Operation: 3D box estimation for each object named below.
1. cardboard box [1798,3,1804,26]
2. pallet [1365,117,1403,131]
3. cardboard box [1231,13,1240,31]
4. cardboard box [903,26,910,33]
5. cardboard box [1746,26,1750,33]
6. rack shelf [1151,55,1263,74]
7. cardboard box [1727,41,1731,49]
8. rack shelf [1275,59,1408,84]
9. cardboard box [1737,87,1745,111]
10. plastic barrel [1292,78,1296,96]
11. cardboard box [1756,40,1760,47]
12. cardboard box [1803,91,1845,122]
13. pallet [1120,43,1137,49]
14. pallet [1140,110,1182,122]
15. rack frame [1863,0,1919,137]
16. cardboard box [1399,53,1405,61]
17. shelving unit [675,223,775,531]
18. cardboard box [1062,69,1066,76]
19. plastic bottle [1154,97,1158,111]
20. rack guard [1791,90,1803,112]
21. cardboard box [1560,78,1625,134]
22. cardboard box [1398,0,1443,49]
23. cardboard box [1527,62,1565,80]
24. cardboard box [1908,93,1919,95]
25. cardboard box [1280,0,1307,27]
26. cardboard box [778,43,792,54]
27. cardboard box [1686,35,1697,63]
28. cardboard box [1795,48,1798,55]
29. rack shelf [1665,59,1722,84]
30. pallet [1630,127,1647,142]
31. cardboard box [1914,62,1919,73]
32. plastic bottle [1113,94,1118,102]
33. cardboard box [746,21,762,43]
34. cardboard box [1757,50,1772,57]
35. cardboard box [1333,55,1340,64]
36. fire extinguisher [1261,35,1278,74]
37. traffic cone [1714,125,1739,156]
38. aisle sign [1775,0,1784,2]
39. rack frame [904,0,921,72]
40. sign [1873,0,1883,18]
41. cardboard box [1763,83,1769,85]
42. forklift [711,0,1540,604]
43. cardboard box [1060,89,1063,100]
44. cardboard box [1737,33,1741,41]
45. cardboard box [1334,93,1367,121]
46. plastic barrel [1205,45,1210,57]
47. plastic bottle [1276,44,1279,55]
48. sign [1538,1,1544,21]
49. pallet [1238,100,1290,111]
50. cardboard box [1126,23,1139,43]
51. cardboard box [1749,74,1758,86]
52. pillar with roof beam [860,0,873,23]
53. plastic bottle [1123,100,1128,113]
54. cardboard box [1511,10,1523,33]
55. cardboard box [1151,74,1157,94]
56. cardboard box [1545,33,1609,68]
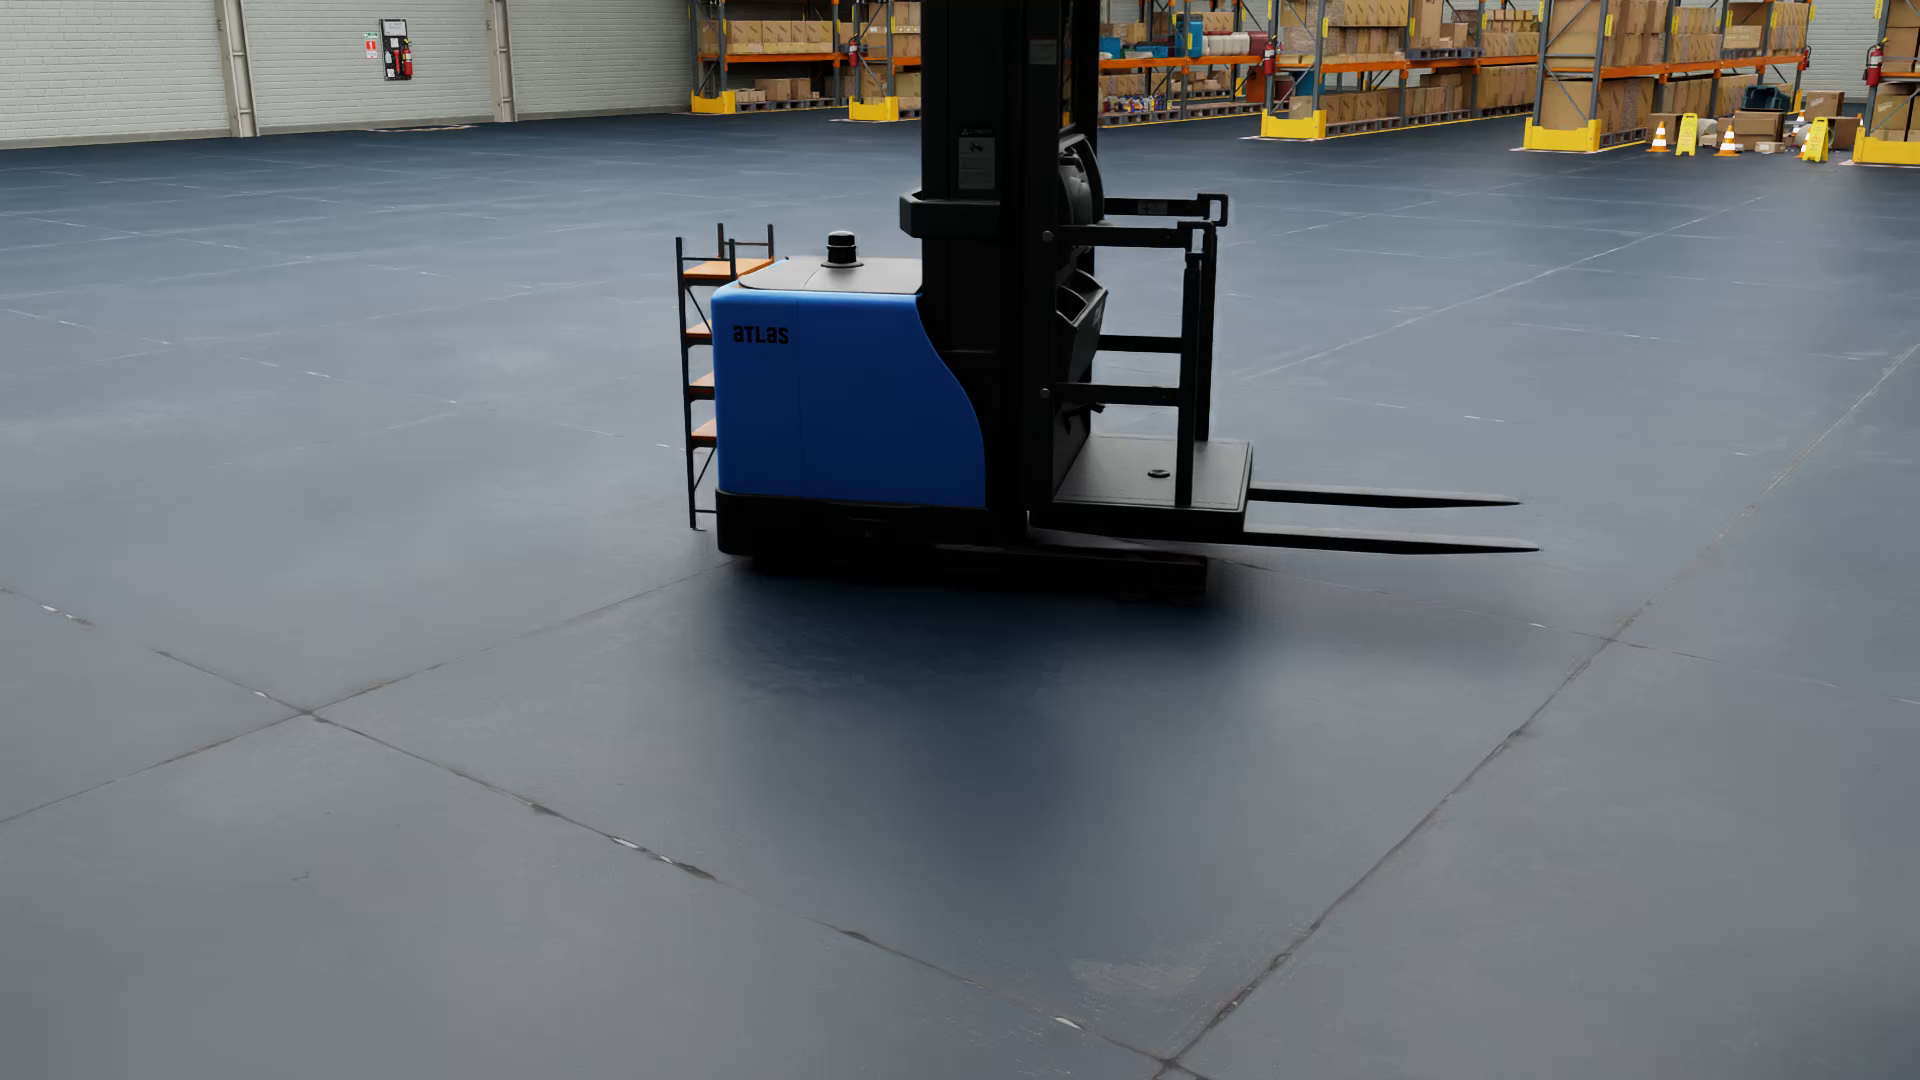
[{"bbox_3d":[19.171,-12.147,38.445,0.500,0.500,0.500,12,21,33],"label":"cardboard box"},{"bbox_3d":[8.101,-8.298,33.108,1.003,0.211,1.213,12,21,35],"label":"pallet"},{"bbox_3d":[7.625,-14.776,47.413,0.500,0.500,0.500,12,21,34],"label":"cardboard box"},{"bbox_3d":[-1.302,-11.071,36.073,0.380,0.149,0.250,12,21,33],"label":"cardboard box"},{"bbox_3d":[16.460,-10.789,35.142,0.380,0.149,0.250,12,21,33],"label":"cardboard box"},{"bbox_3d":[5.687,-10.804,37.689,1.077,0.370,4.000,12,21,35],"label":"rack shelf"},{"bbox_3d":[15.529,-10.128,34.014,0.380,0.149,0.250,14,22,37],"label":"cardboard box"},{"bbox_3d":[7.281,-8.976,31.803,1.077,0.370,4.000,12,21,35],"label":"rack shelf"},{"bbox_3d":[16.309,-9.343,35.279,0.500,0.500,0.500,12,21,34],"label":"cardboard box"},{"bbox_3d":[8.094,-11.175,41.158,0.421,0.512,0.421,0,17,0],"label":"plastic barrel"},{"bbox_3d":[17.085,-10.752,36.024,0.380,0.149,0.250,12,21,33],"label":"cardboard box"},{"bbox_3d":[14.984,-7.520,28.839,0.500,0.500,0.500,12,21,35],"label":"cardboard box"},{"bbox_3d":[4.058,-12.872,43.460,1.003,0.211,1.213,12,21,35],"label":"pallet"},{"bbox_3d":[4.062,-9.187,35.971,1.003,0.211,1.213,12,21,35],"label":"pallet"},{"bbox_3d":[14.049,-7.092,24.523,1.000,3.000,0.127,12,21,35],"label":"rack frame"},{"bbox_3d":[8.581,-9.573,32.935,0.380,0.149,0.250,12,21,35],"label":"cardboard box"},{"bbox_3d":[-0.947,-0.680,6.908,0.258,1.200,0.503,3,18,11],"label":"shelving unit"},{"bbox_3d":[2.755,-13.863,49.834,0.700,0.500,0.500,12,21,33],"label":"cardboard box"},{"bbox_3d":[4.165,-9.288,35.432,0.061,0.283,0.133,14,22,38],"label":"plastic bottle"},{"bbox_3d":[19.501,-10.541,39.846,1.175,0.500,0.348,12,21,35],"label":"rack guard"},{"bbox_3d":[10.887,-7.511,28.749,0.875,0.875,0.875,12,21,34],"label":"cardboard box"},{"bbox_3d":[9.059,-10.447,33.608,1.000,1.000,1.000,13,21,35],"label":"cardboard box"},{"bbox_3d":[14.234,-11.244,40.770,0.875,0.875,0.875,12,21,35],"label":"cardboard box"},{"bbox_3d":[14.625,-6.699,25.922,0.500,0.500,0.500,13,22,37],"label":"cardboard box"},{"bbox_3d":[6.219,-9.685,30.517,0.500,0.500,0.500,12,21,35],"label":"cardboard box"},{"bbox_3d":[-4.389,-11.833,40.011,0.500,0.250,0.500,13,21,35],"label":"cardboard box"},{"bbox_3d":[13.526,-9.260,31.335,0.500,0.500,0.500,12,21,34],"label":"cardboard box"},{"bbox_3d":[19.401,-11.453,38.991,0.380,0.149,0.250,12,21,35],"label":"cardboard box"},{"bbox_3d":[13.588,-9.028,31.971,1.077,0.370,4.000,12,21,35],"label":"rack shelf"},{"bbox_3d":[11.880,-7.396,30.205,1.003,0.211,1.213,12,21,35],"label":"pallet"},{"bbox_3d":[14.417,-7.016,24.703,0.380,0.149,0.250,13,21,35],"label":"cardboard box"},{"bbox_3d":[3.315,-9.351,35.522,0.144,0.351,0.185,12,21,34],"label":"plastic bottle"},{"bbox_3d":[-5.016,-11.941,39.094,0.500,0.500,0.500,12,21,35],"label":"cardboard box"},{"bbox_3d":[17.595,-10.690,36.534,0.380,0.149,0.250,13,22,37],"label":"cardboard box"},{"bbox_3d":[6.776,-8.862,30.646,0.380,0.149,0.250,12,21,35],"label":"cardboard box"},{"bbox_3d":[5.651,-8.860,30.348,0.296,0.674,0.183,12,21,35],"label":"fire extinguisher"},{"bbox_3d":[12.175,-6.326,26.334,0.336,0.463,0.334,12,21,35],"label":"traffic cone"},{"bbox_3d":[19.349,-13.065,39.375,0.394,0.787,0.004,12,21,35],"label":"aisle sign"},{"bbox_3d":[-1.078,-13.374,44.754,1.000,3.000,0.127,12,21,35],"label":"rack frame"},{"bbox_3d":[13.615,-7.899,24.636,0.100,0.325,0.005,12,21,35],"label":"sign"},{"bbox_3d":[18.894,-10.725,39.318,0.380,0.149,0.250,13,21,36],"label":"cardboard box"},{"bbox_3d":[0.636,-1.341,6.121,3.031,2.935,1.130,3,18,11],"label":"forklift"},{"bbox_3d":[2.179,-10.976,40.960,0.500,0.250,0.500,13,21,36],"label":"cardboard box"},{"bbox_3d":[15.995,-10.457,34.574,0.380,0.149,0.250,12,21,34],"label":"cardboard box"},{"bbox_3d":[7.561,-8.415,32.290,0.500,0.500,0.500,10,20,30],"label":"cardboard box"},{"bbox_3d":[5.407,-10.893,36.997,0.301,0.262,0.301,0,17,0],"label":"plastic barrel"},{"bbox_3d":[7.487,-11.631,39.357,0.097,0.271,0.097,0,17,0],"label":"plastic bottle"},{"bbox_3d":[9.585,-8.708,27.375,0.100,0.325,0.005,12,21,35],"label":"sign"},{"bbox_3d":[7.315,-10.487,40.158,1.003,0.211,1.213,12,21,35],"label":"pallet"},{"bbox_3d":[4.283,-13.269,43.538,0.700,0.500,0.500,7,19,21],"label":"cardboard box"},{"bbox_3d":[16.922,-9.943,35.948,0.500,0.250,0.500,12,21,33],"label":"cardboard box"},{"bbox_3d":[0.910,-15.322,40.909,9.100,9.000,0.400,12,21,35],"label":"pillar with roof beam"},{"bbox_3d":[3.443,-9.002,34.533,0.097,0.271,0.097,0,17,0],"label":"plastic bottle"},{"bbox_3d":[12.448,-11.913,38.188,0.797,0.503,0.637,13,21,35],"label":"cardboard box"},{"bbox_3d":[4.921,-12.184,44.395,0.500,0.500,0.500,13,21,35],"label":"cardboard box"},{"bbox_3d":[10.198,-8.110,27.550,0.875,0.550,0.550,12,21,35],"label":"cardboard box"}]
